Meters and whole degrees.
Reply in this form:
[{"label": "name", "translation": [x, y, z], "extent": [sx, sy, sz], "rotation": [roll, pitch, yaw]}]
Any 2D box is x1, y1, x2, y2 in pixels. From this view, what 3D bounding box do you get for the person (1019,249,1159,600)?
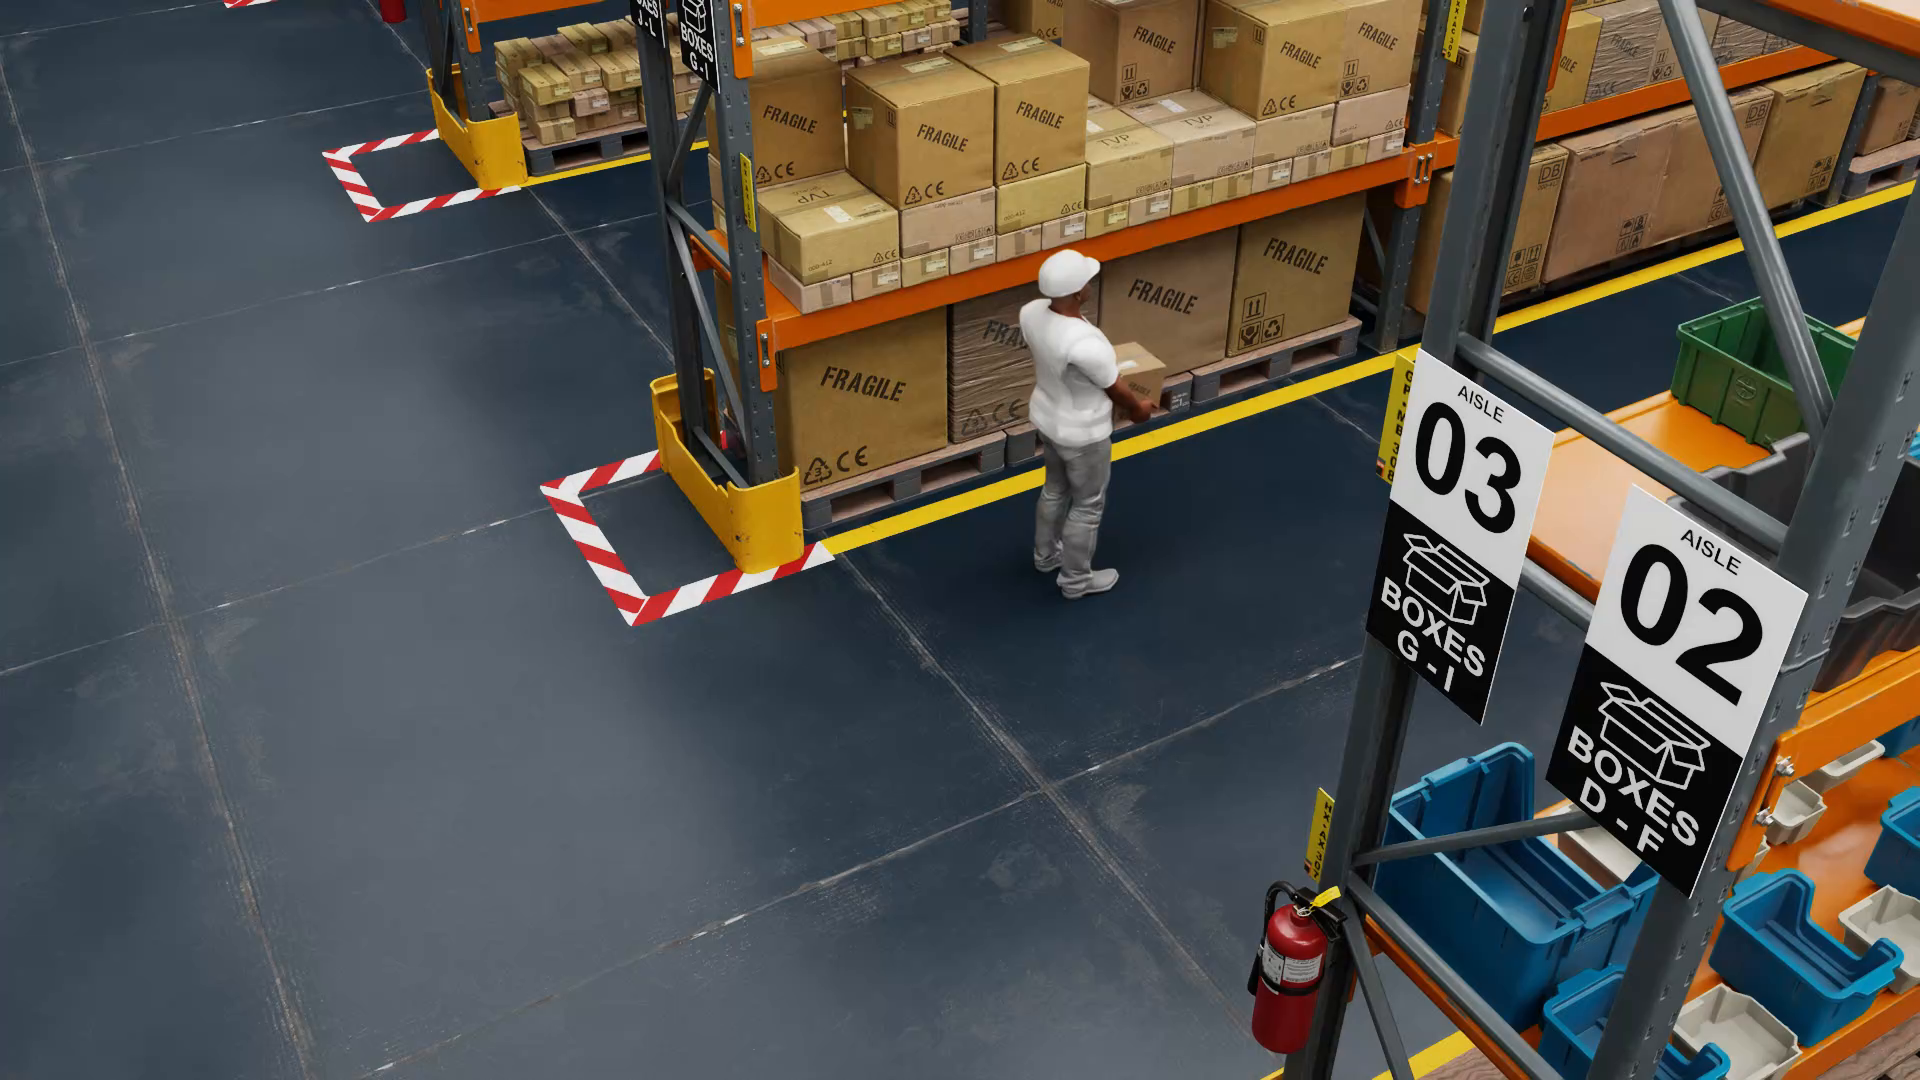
[{"label": "person", "translation": [0.591, -0.560, 7.665], "extent": [0.576, 1.765, 0.507], "rotation": [-19, 41, -24]}]
